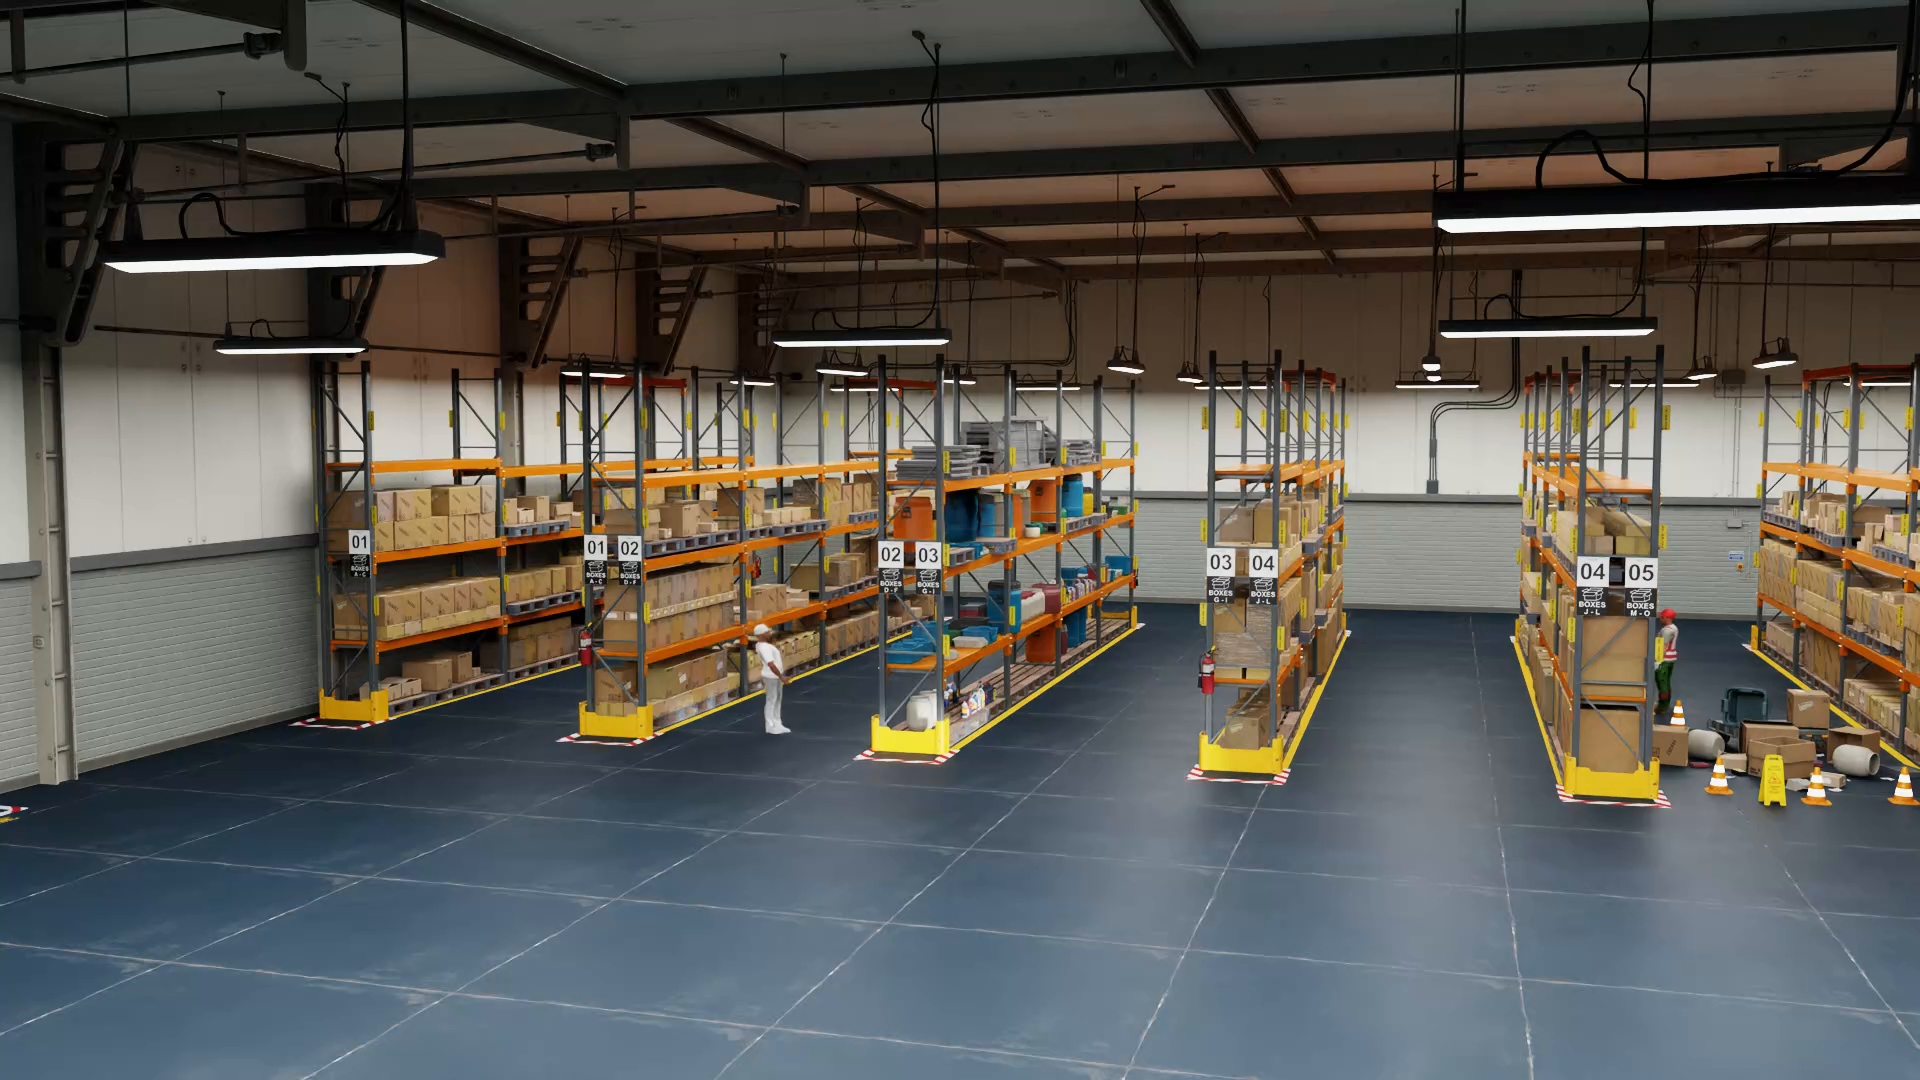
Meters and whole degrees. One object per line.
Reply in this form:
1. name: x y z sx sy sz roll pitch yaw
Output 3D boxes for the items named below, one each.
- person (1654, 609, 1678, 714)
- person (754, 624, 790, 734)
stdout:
1. person: 12.045 2.072 28.564 0.599 1.797 0.518 -4 5 -41
2. person: -2.968 2.224 26.637 0.670 1.768 0.671 1 4 14
